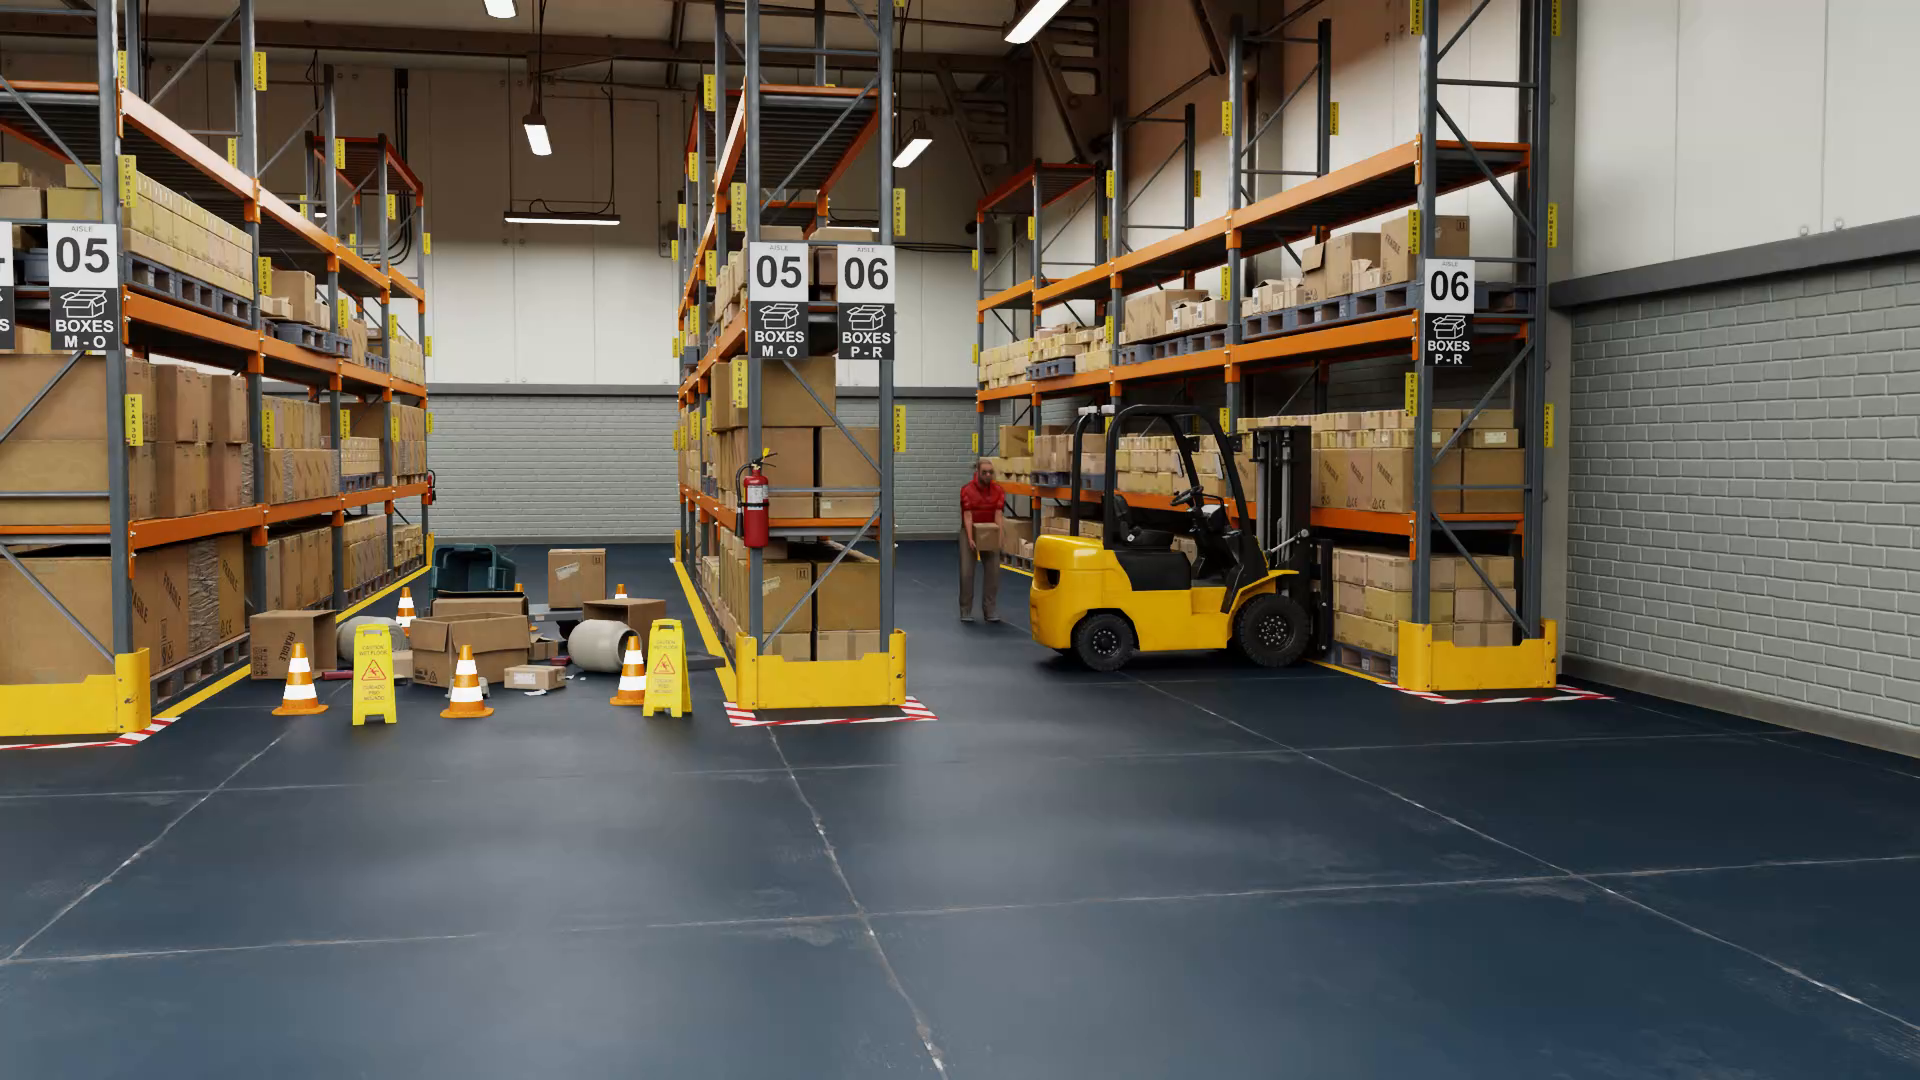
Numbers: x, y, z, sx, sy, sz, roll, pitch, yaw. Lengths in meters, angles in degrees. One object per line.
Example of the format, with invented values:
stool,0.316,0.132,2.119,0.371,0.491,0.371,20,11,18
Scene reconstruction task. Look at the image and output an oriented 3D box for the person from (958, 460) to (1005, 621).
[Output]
person,0.237,0.005,17.500,0.482,1.701,0.578,-1,3,-12
